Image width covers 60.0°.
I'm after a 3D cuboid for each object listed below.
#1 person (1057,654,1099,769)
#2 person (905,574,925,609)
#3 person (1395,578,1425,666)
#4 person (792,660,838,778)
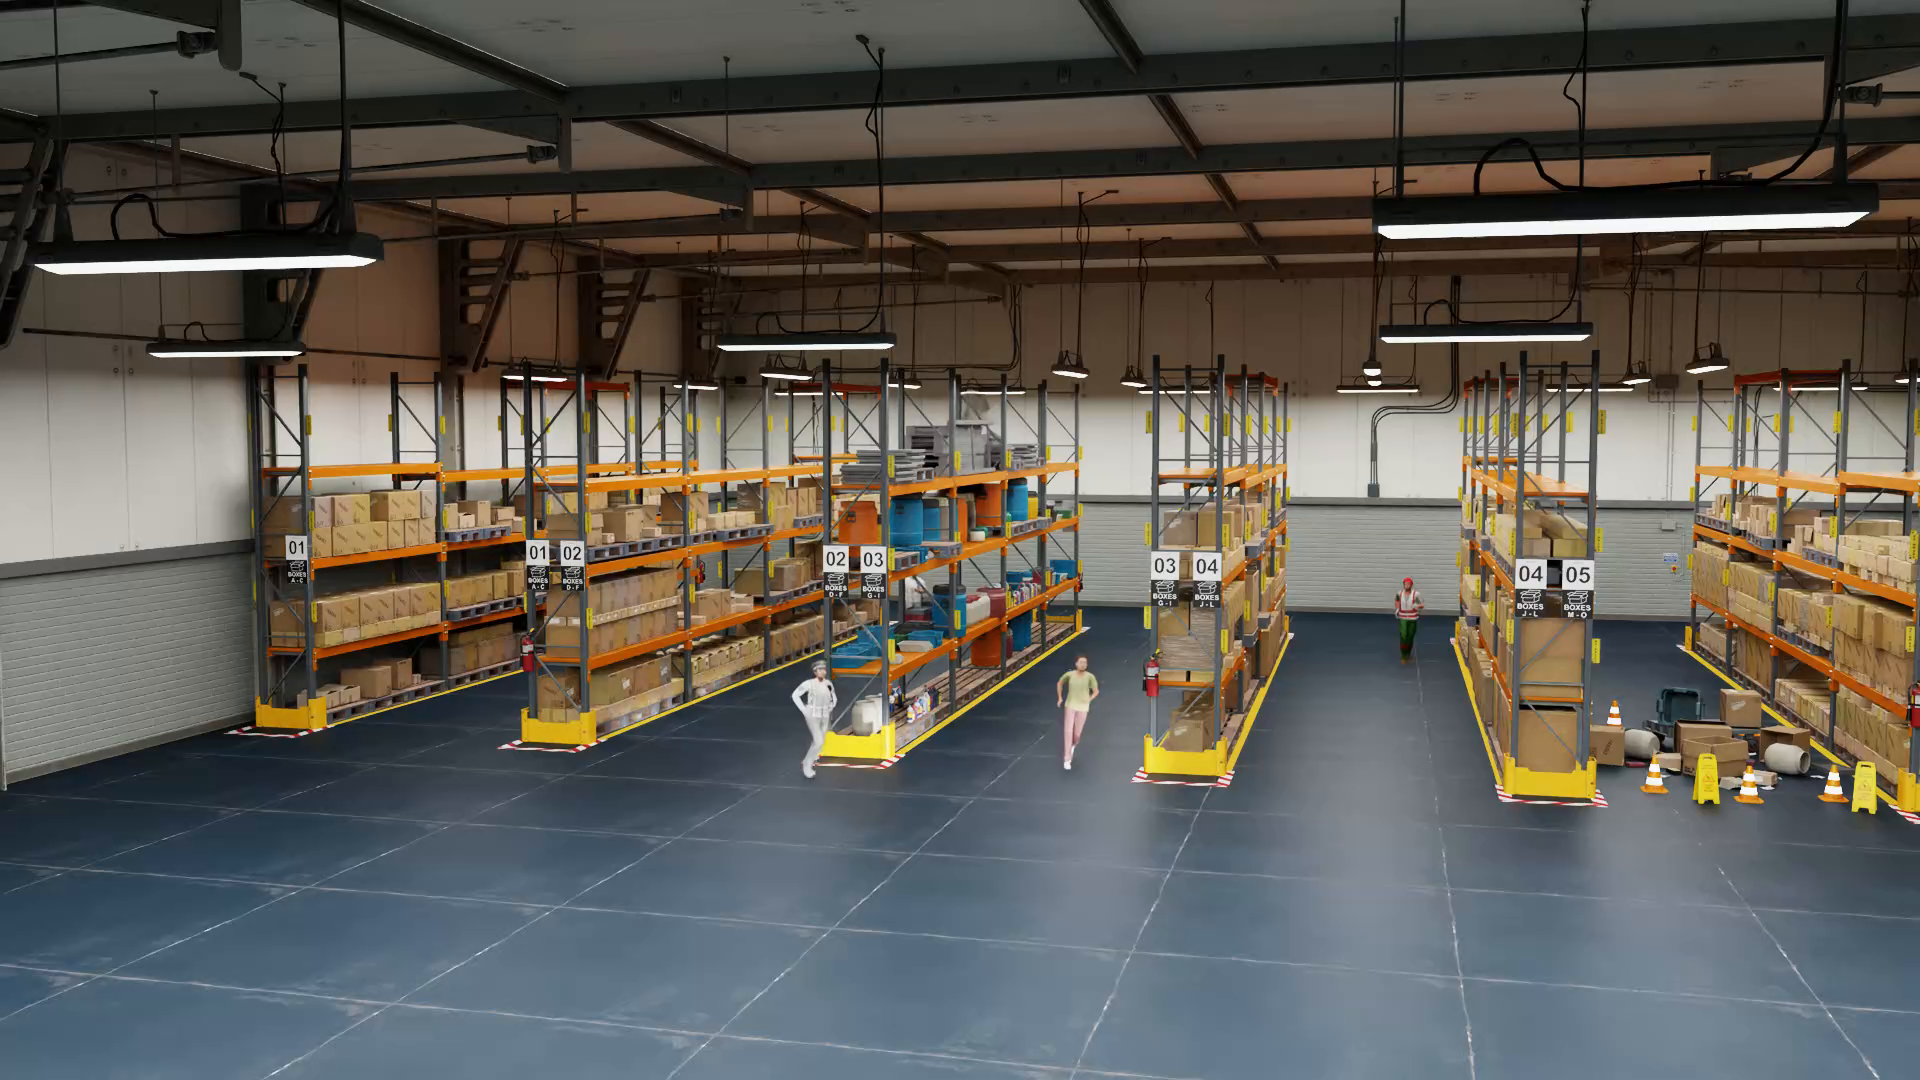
[{"bbox_3d":[1.740,2.509,24.573,0.615,1.664,0.803,0,4,4],"label":"person"},{"bbox_3d":[-1.092,1.469,38.944,0.598,1.679,0.918,0,4,0],"label":"person"},{"bbox_3d":[9.448,1.701,34.958,0.623,1.838,0.845,1,4,17],"label":"person"},{"bbox_3d":[-2.008,2.536,23.627,0.651,1.677,0.553,-3,5,-36],"label":"person"}]
